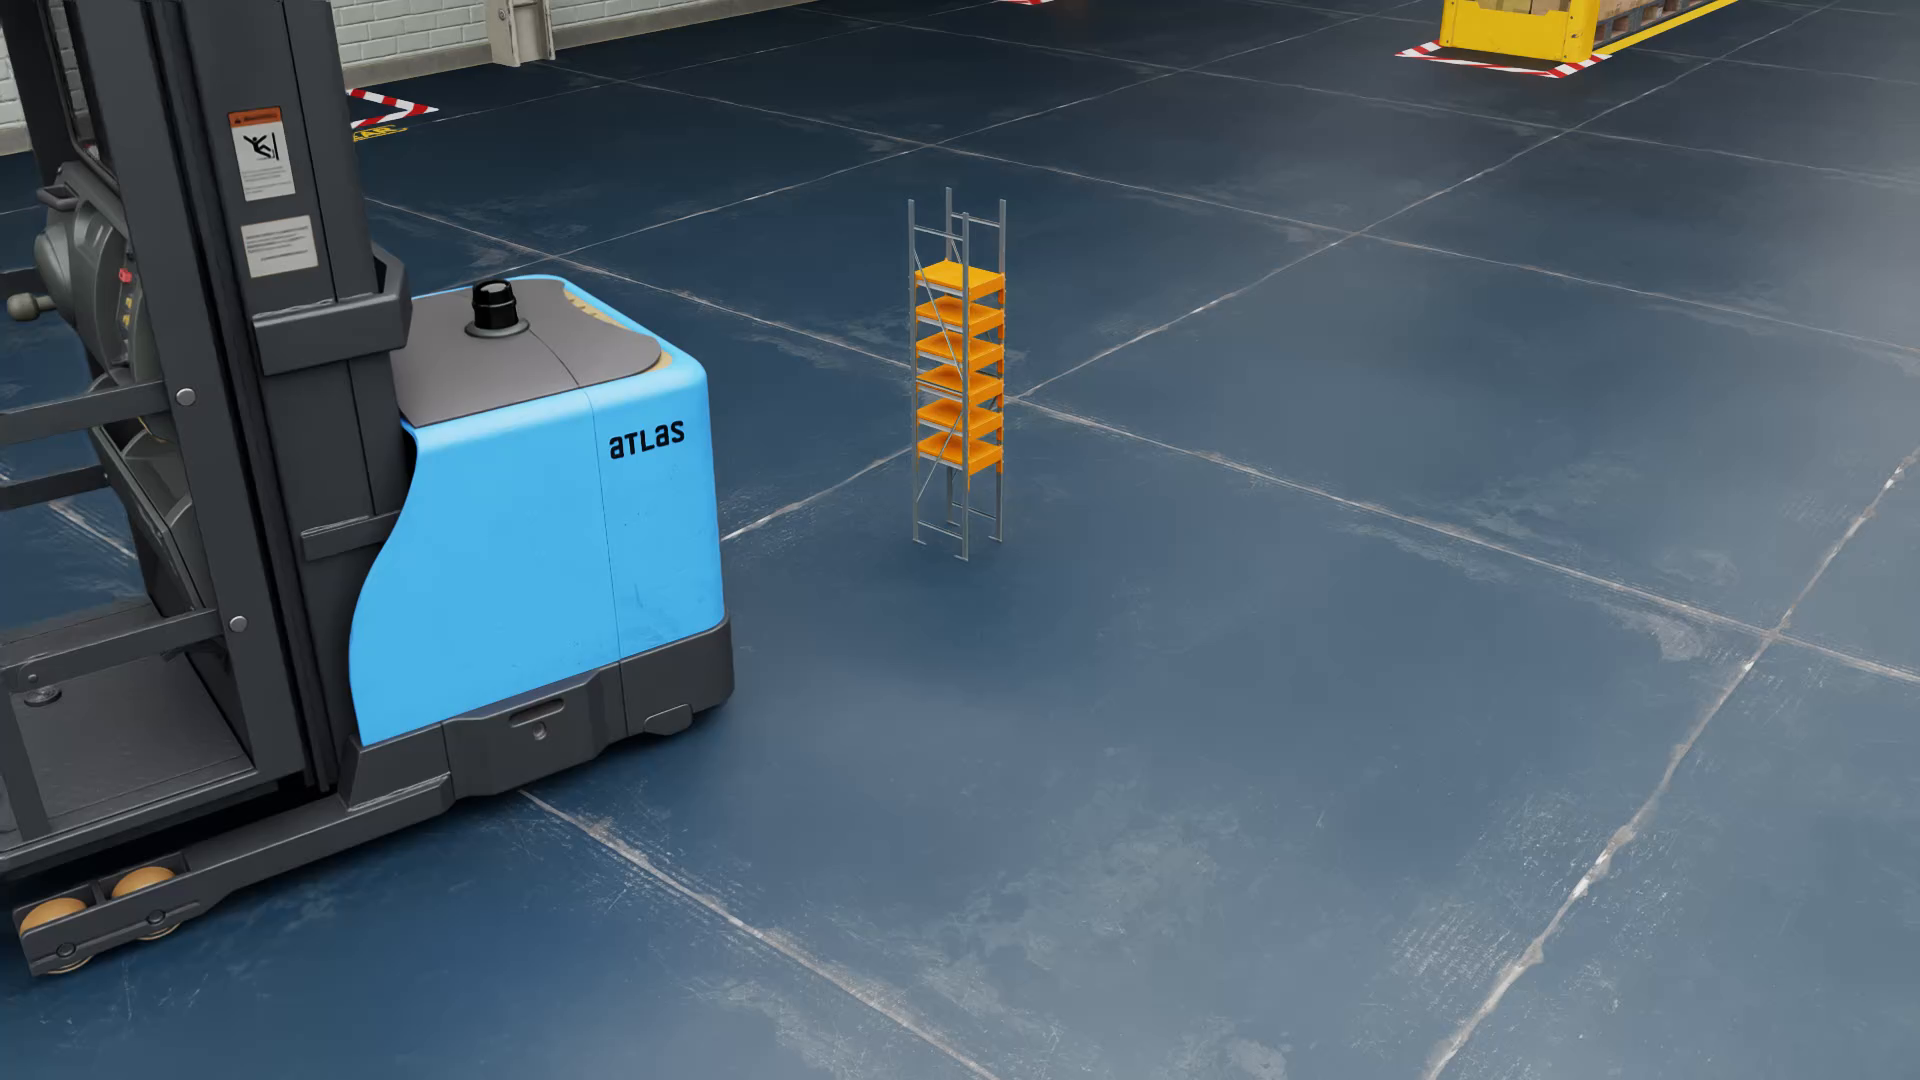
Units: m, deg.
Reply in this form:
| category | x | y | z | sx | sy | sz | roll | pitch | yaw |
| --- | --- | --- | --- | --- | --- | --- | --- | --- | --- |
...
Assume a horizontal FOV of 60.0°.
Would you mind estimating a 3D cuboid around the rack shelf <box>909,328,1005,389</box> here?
| category | x | y | z | sx | sy | sz | roll | pitch | yaw |
| --- | --- | --- | --- | --- | --- | --- | --- | --- | --- |
| rack shelf | -0.009 | -0.595 | 5.430 | 0.258 | 0.103 | 0.180 | 21 | 34 | 34 |

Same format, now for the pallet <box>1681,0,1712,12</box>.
| category | x | y | z | sx | sy | sz | roll | pitch | yaw |
| --- | --- | --- | --- | --- | --- | --- | --- | --- | --- |
| pallet | 6.457 | -5.171 | 15.515 | 1.003 | 0.211 | 1.213 | 21 | 34 | 34 |

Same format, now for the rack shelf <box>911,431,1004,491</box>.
| category | x | y | z | sx | sy | sz | roll | pitch | yaw |
| --- | --- | --- | --- | --- | --- | --- | --- | --- | --- |
| rack shelf | -0.009 | -0.275 | 5.595 | 0.258 | 0.103 | 0.180 | 21 | 34 | 34 |

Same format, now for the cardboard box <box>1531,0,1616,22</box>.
| category | x | y | z | sx | sy | sz | roll | pitch | yaw |
| --- | --- | --- | --- | --- | --- | --- | --- | --- | --- |
| cardboard box | 4.964 | -4.351 | 13.432 | 0.500 | 0.250 | 0.500 | 21 | 34 | 34 |

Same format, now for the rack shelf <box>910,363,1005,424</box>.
| category | x | y | z | sx | sy | sz | roll | pitch | yaw |
| --- | --- | --- | --- | --- | --- | --- | --- | --- | --- |
| rack shelf | -0.009 | -0.488 | 5.485 | 0.258 | 0.103 | 0.180 | 21 | 34 | 34 |

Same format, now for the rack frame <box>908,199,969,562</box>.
| category | x | y | z | sx | sy | sz | roll | pitch | yaw |
| --- | --- | --- | --- | --- | --- | --- | --- | --- | --- |
| rack frame | -0.067 | -0.495 | 5.402 | 0.240 | 1.200 | 0.006 | 21 | 34 | 34 |

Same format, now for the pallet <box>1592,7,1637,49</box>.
| category | x | y | z | sx | sy | sz | roll | pitch | yaw |
| --- | --- | --- | --- | --- | --- | --- | --- | --- | --- |
| pallet | 4.905 | -4.306 | 13.843 | 1.003 | 0.211 | 1.213 | 21 | 34 | 34 |

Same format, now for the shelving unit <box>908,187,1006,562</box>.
| category | x | y | z | sx | sy | sz | roll | pitch | yaw |
| --- | --- | --- | --- | --- | --- | --- | --- | --- | --- |
| shelving unit | -0.009 | -0.528 | 5.464 | 0.258 | 1.200 | 0.189 | 21 | 34 | 34 |

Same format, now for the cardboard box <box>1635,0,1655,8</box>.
| category | x | y | z | sx | sy | sz | roll | pitch | yaw |
| --- | --- | --- | --- | --- | --- | --- | --- | --- | --- |
| cardboard box | 5.597 | -4.707 | 14.119 | 0.500 | 0.250 | 0.500 | 21 | 34 | 34 |

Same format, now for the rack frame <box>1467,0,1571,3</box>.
| category | x | y | z | sx | sy | sz | roll | pitch | yaw |
| --- | --- | --- | --- | --- | --- | --- | --- | --- | --- |
| rack frame | 4.451 | -5.261 | 12.655 | 1.000 | 3.000 | 0.127 | 21 | 34 | 34 |

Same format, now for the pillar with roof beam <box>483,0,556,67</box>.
| category | x | y | z | sx | sy | sz | roll | pitch | yaw |
| --- | --- | --- | --- | --- | --- | --- | --- | --- | --- |
| pillar with roof beam | -0.091 | -6.487 | 8.496 | 9.100 | 9.000 | 0.400 | 21 | 34 | 34 |

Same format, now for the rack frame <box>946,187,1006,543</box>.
| category | x | y | z | sx | sy | sz | roll | pitch | yaw |
| --- | --- | --- | --- | --- | --- | --- | --- | --- | --- |
| rack frame | 0.049 | -0.560 | 5.527 | 0.240 | 1.200 | 0.006 | 21 | 34 | 34 |

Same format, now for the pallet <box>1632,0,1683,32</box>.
| category | x | y | z | sx | sy | sz | roll | pitch | yaw |
| --- | --- | --- | --- | --- | --- | --- | --- | --- | --- |
| pallet | 5.681 | -4.736 | 14.676 | 1.003 | 0.211 | 1.213 | 21 | 34 | 34 |

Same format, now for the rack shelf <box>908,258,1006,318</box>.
| category | x | y | z | sx | sy | sz | roll | pitch | yaw |
| --- | --- | --- | --- | --- | --- | --- | --- | --- | --- |
| rack shelf | -0.009 | -0.808 | 5.319 | 0.258 | 0.103 | 0.180 | 21 | 34 | 34 |

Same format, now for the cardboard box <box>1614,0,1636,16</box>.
| category | x | y | z | sx | sy | sz | roll | pitch | yaw |
| --- | --- | --- | --- | --- | --- | --- | --- | --- | --- |
| cardboard box | 5.279 | -4.530 | 13.777 | 0.500 | 0.250 | 0.500 | 21 | 34 | 34 |

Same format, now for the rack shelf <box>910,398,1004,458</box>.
| category | x | y | z | sx | sy | sz | roll | pitch | yaw |
| --- | --- | --- | --- | --- | --- | --- | --- | --- | --- |
| rack shelf | -0.009 | -0.382 | 5.540 | 0.258 | 0.103 | 0.180 | 21 | 34 | 34 |

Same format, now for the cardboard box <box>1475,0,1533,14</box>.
| category | x | y | z | sx | sy | sz | roll | pitch | yaw |
| --- | --- | --- | --- | --- | --- | --- | --- | --- | --- |
| cardboard box | 4.564 | -4.503 | 13.724 | 0.500 | 0.250 | 0.500 | 21 | 34 | 34 |

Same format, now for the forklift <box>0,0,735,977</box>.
| category | x | y | z | sx | sy | sz | roll | pitch | yaw |
| --- | --- | --- | --- | --- | --- | --- | --- | --- | --- |
| forklift | -2.135 | -0.583 | 3.686 | 3.031 | 2.935 | 1.130 | -19 | 33 | -32 |

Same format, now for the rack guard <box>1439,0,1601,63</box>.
| category | x | y | z | sx | sy | sz | roll | pitch | yaw |
| --- | --- | --- | --- | --- | --- | --- | --- | --- | --- |
| rack guard | 4.436 | -4.142 | 13.213 | 1.175 | 0.500 | 0.348 | 21 | 34 | 34 |

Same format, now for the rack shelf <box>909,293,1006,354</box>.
| category | x | y | z | sx | sy | sz | roll | pitch | yaw |
| --- | --- | --- | --- | --- | --- | --- | --- | --- | --- |
| rack shelf | -0.009 | -0.701 | 5.375 | 0.258 | 0.103 | 0.180 | 21 | 34 | 34 |
